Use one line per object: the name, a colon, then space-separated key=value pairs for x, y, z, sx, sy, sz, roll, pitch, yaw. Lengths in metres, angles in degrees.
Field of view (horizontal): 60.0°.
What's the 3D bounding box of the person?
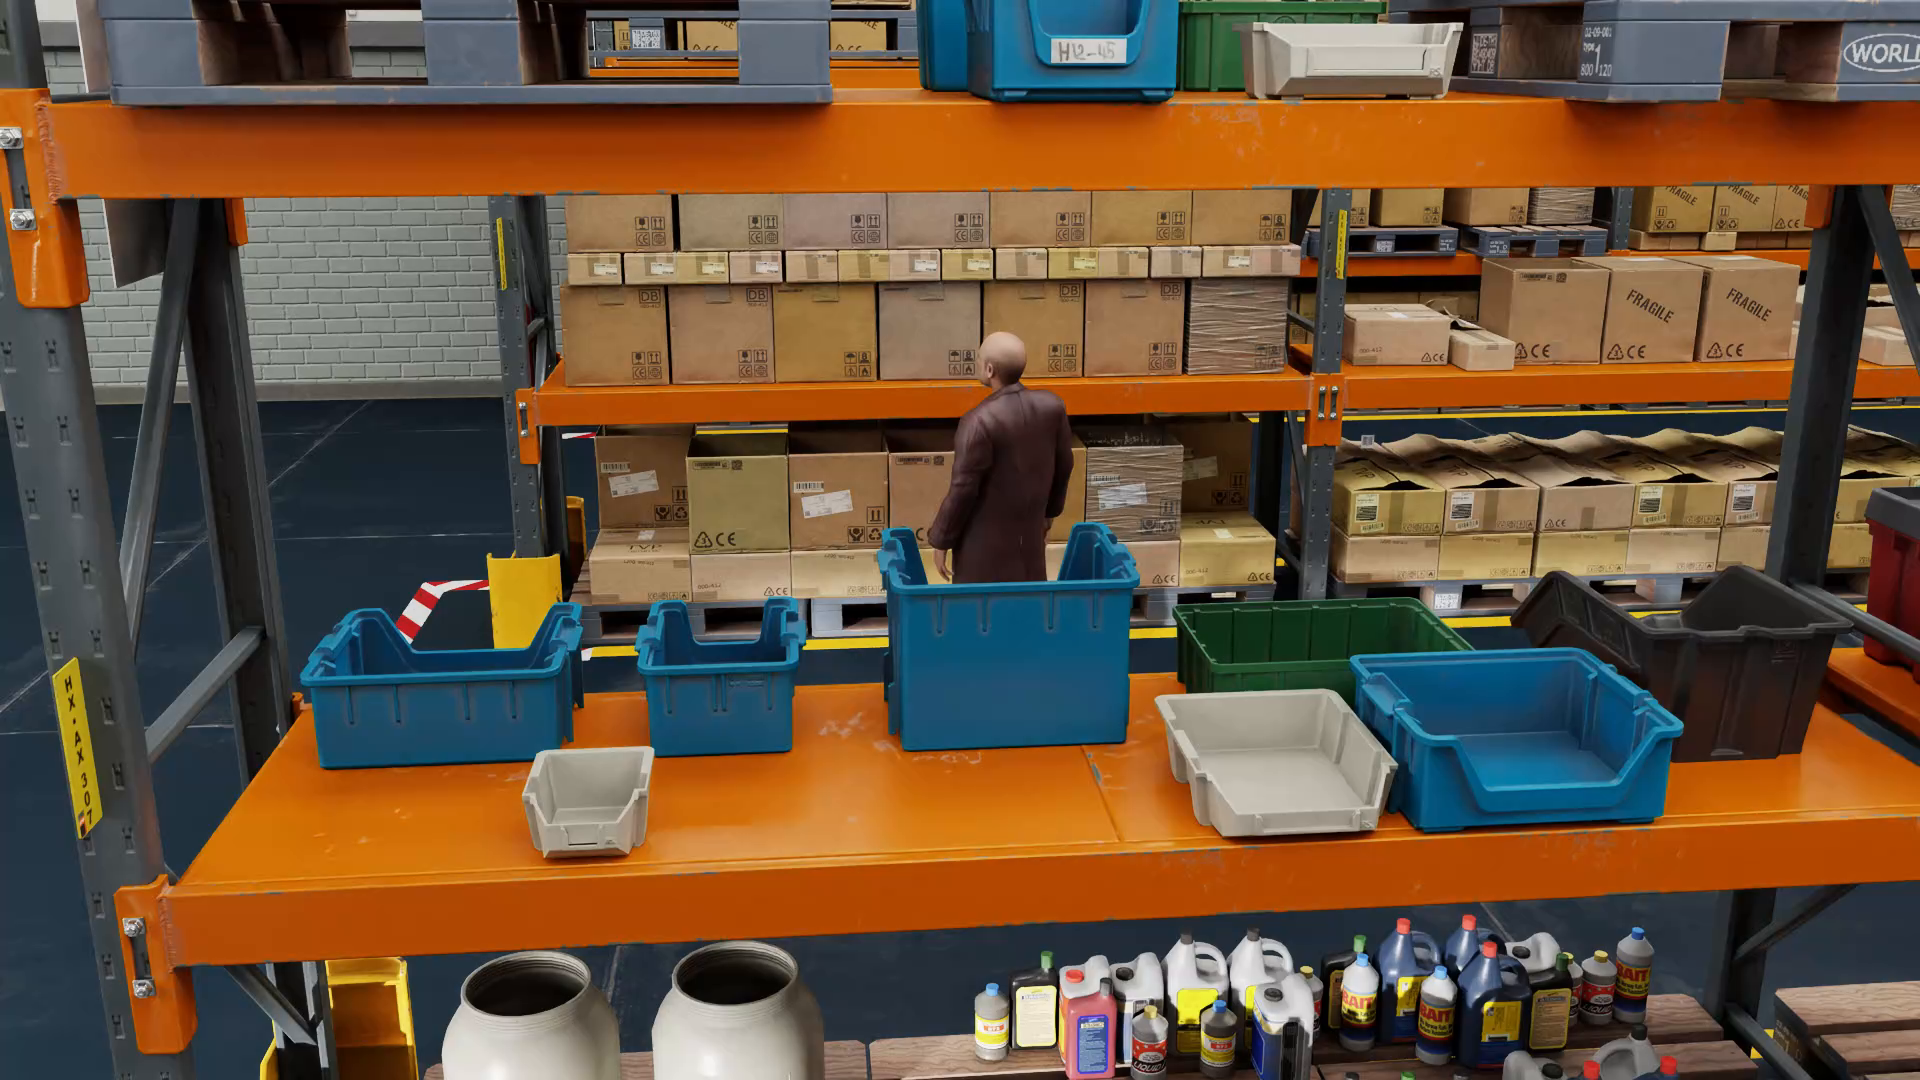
person: x=0.112 y=-0.034 z=7.145 sx=0.698 sy=1.777 sz=0.580 roll=-12 pitch=20 yaw=-36
